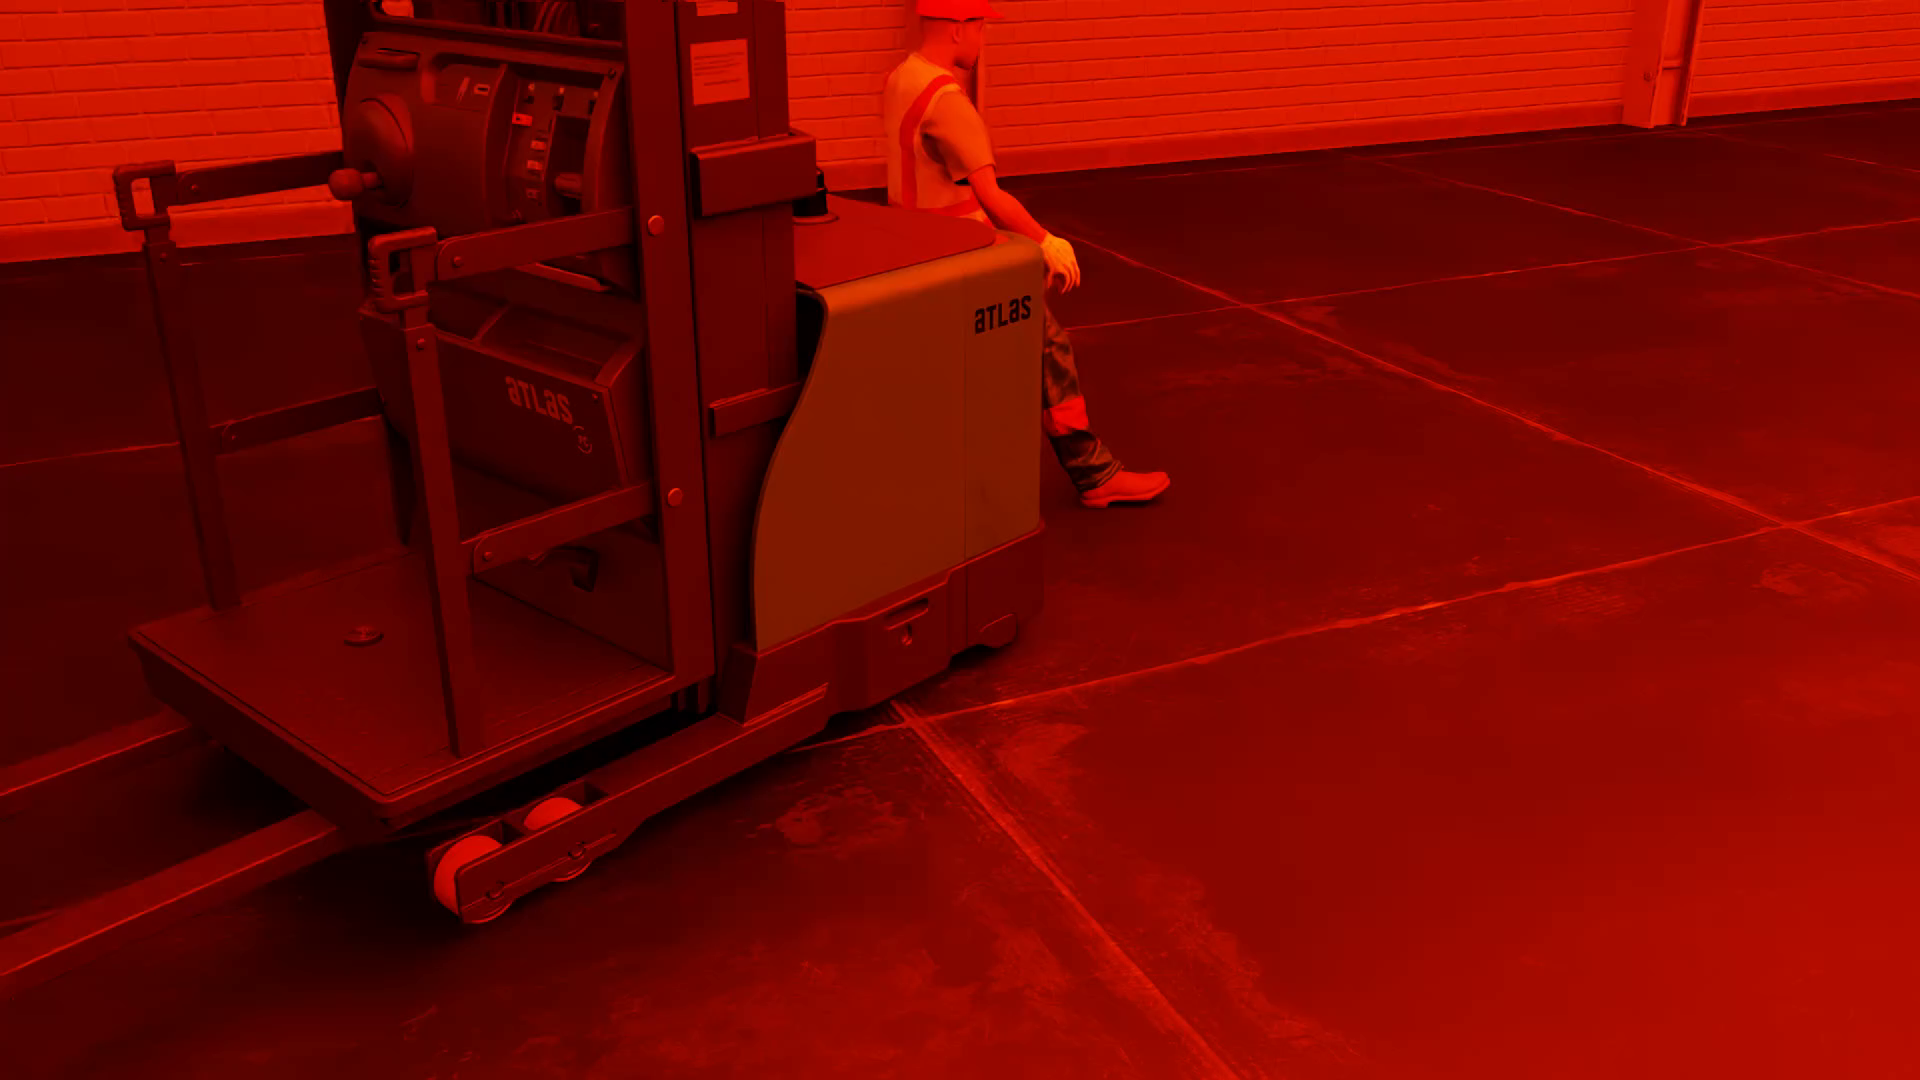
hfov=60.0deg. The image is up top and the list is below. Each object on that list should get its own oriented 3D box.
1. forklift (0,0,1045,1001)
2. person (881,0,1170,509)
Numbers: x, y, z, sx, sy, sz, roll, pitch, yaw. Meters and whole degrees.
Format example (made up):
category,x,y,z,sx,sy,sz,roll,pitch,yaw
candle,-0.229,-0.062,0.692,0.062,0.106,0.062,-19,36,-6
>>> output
category,x,y,z,sx,sy,sz,roll,pitch,yaw
forklift,-1.134,-0.818,3.254,1.130,2.935,3.031,19,29,38
person,0.127,-0.980,5.363,0.918,1.628,0.932,-6,23,-15
